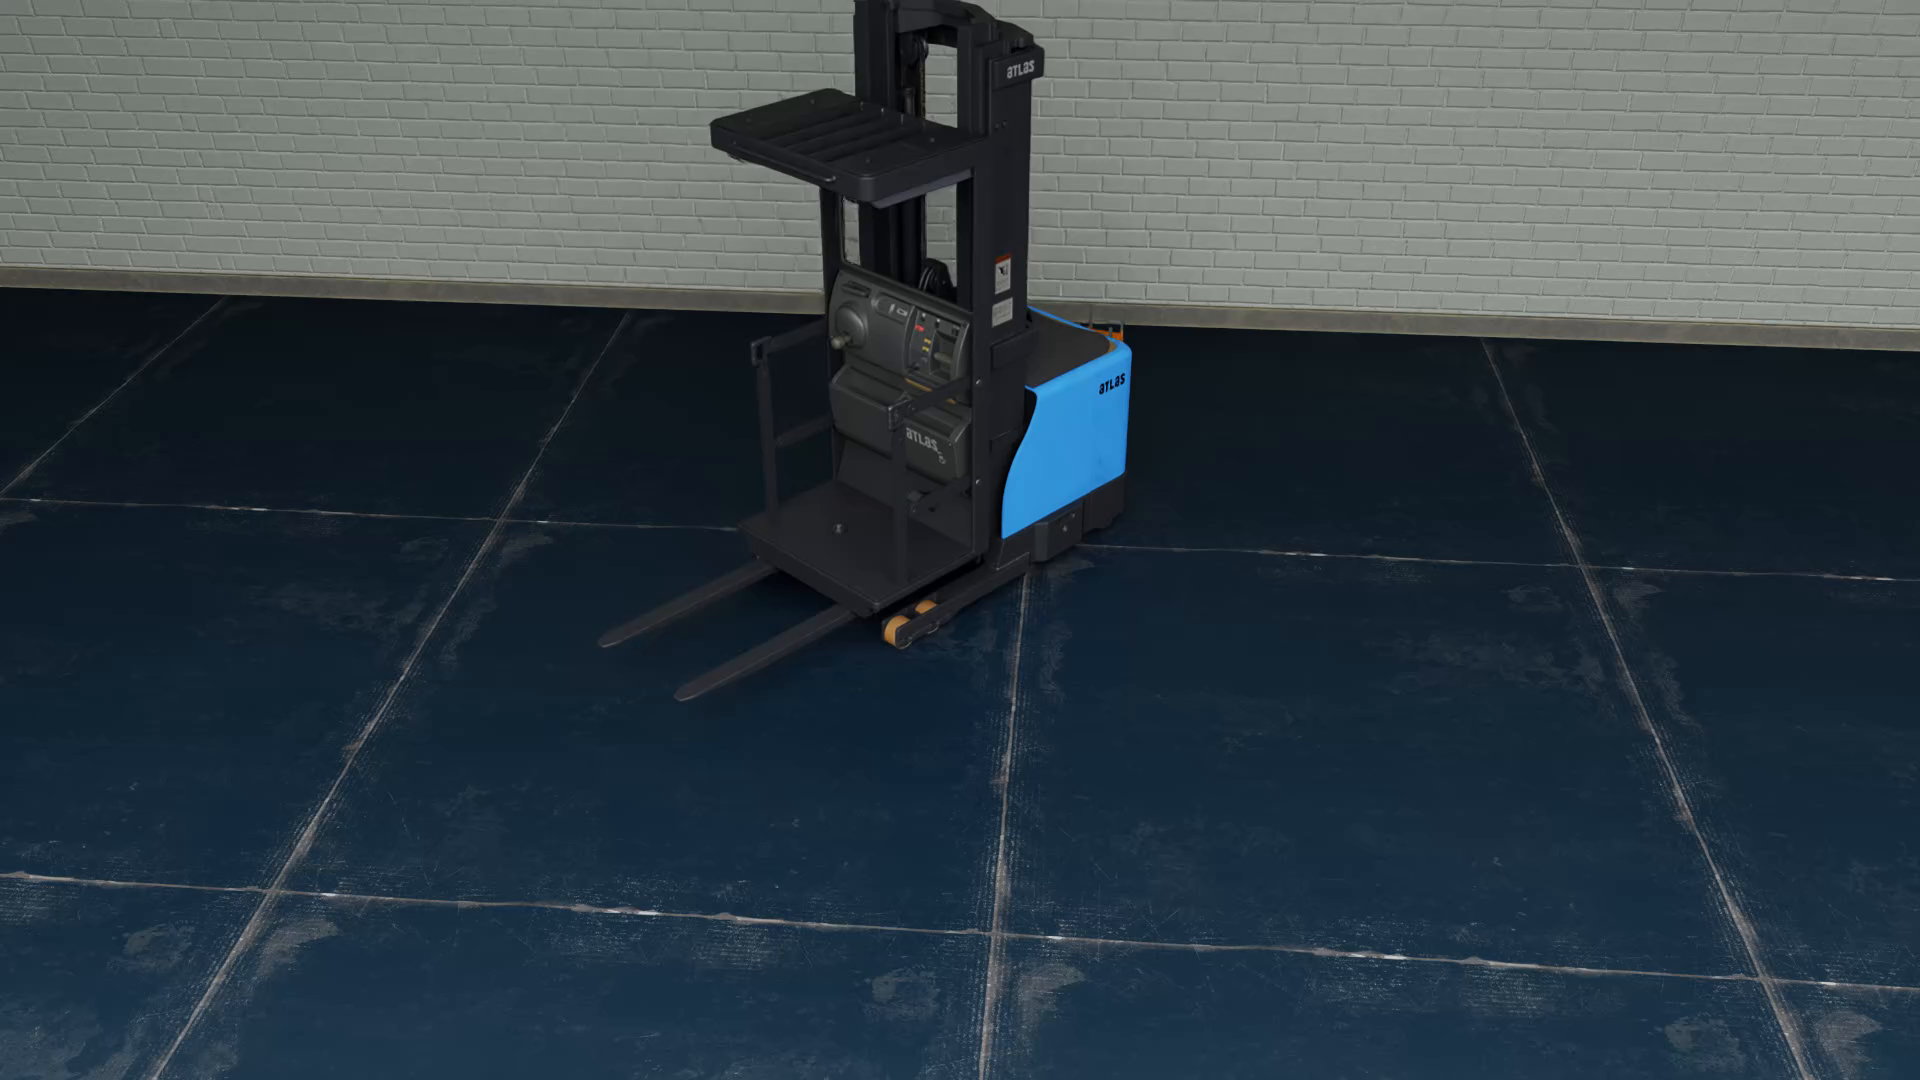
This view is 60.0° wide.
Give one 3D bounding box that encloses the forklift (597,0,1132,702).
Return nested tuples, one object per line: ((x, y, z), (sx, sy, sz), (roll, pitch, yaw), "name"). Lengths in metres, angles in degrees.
((-0.455, -1.006, 8.089), (1.130, 2.935, 3.031), (27, 41, 37), "forklift")

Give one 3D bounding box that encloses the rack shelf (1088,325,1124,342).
((0.787, -1.036, 9.410), (0.215, 0.259, 0.240), (11, 33, 17), "rack shelf")

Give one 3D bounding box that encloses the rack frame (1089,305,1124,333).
((0.830, -0.864, 9.651), (0.200, 1.050, 0.008), (11, 33, 17), "rack frame")

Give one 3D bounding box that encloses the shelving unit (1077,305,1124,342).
((0.787, -0.804, 9.553), (0.215, 1.050, 0.252), (11, 33, 17), "shelving unit")

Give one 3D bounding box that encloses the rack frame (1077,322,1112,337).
((0.744, -0.744, 9.456), (0.200, 1.050, 0.008), (11, 33, 17), "rack frame")
